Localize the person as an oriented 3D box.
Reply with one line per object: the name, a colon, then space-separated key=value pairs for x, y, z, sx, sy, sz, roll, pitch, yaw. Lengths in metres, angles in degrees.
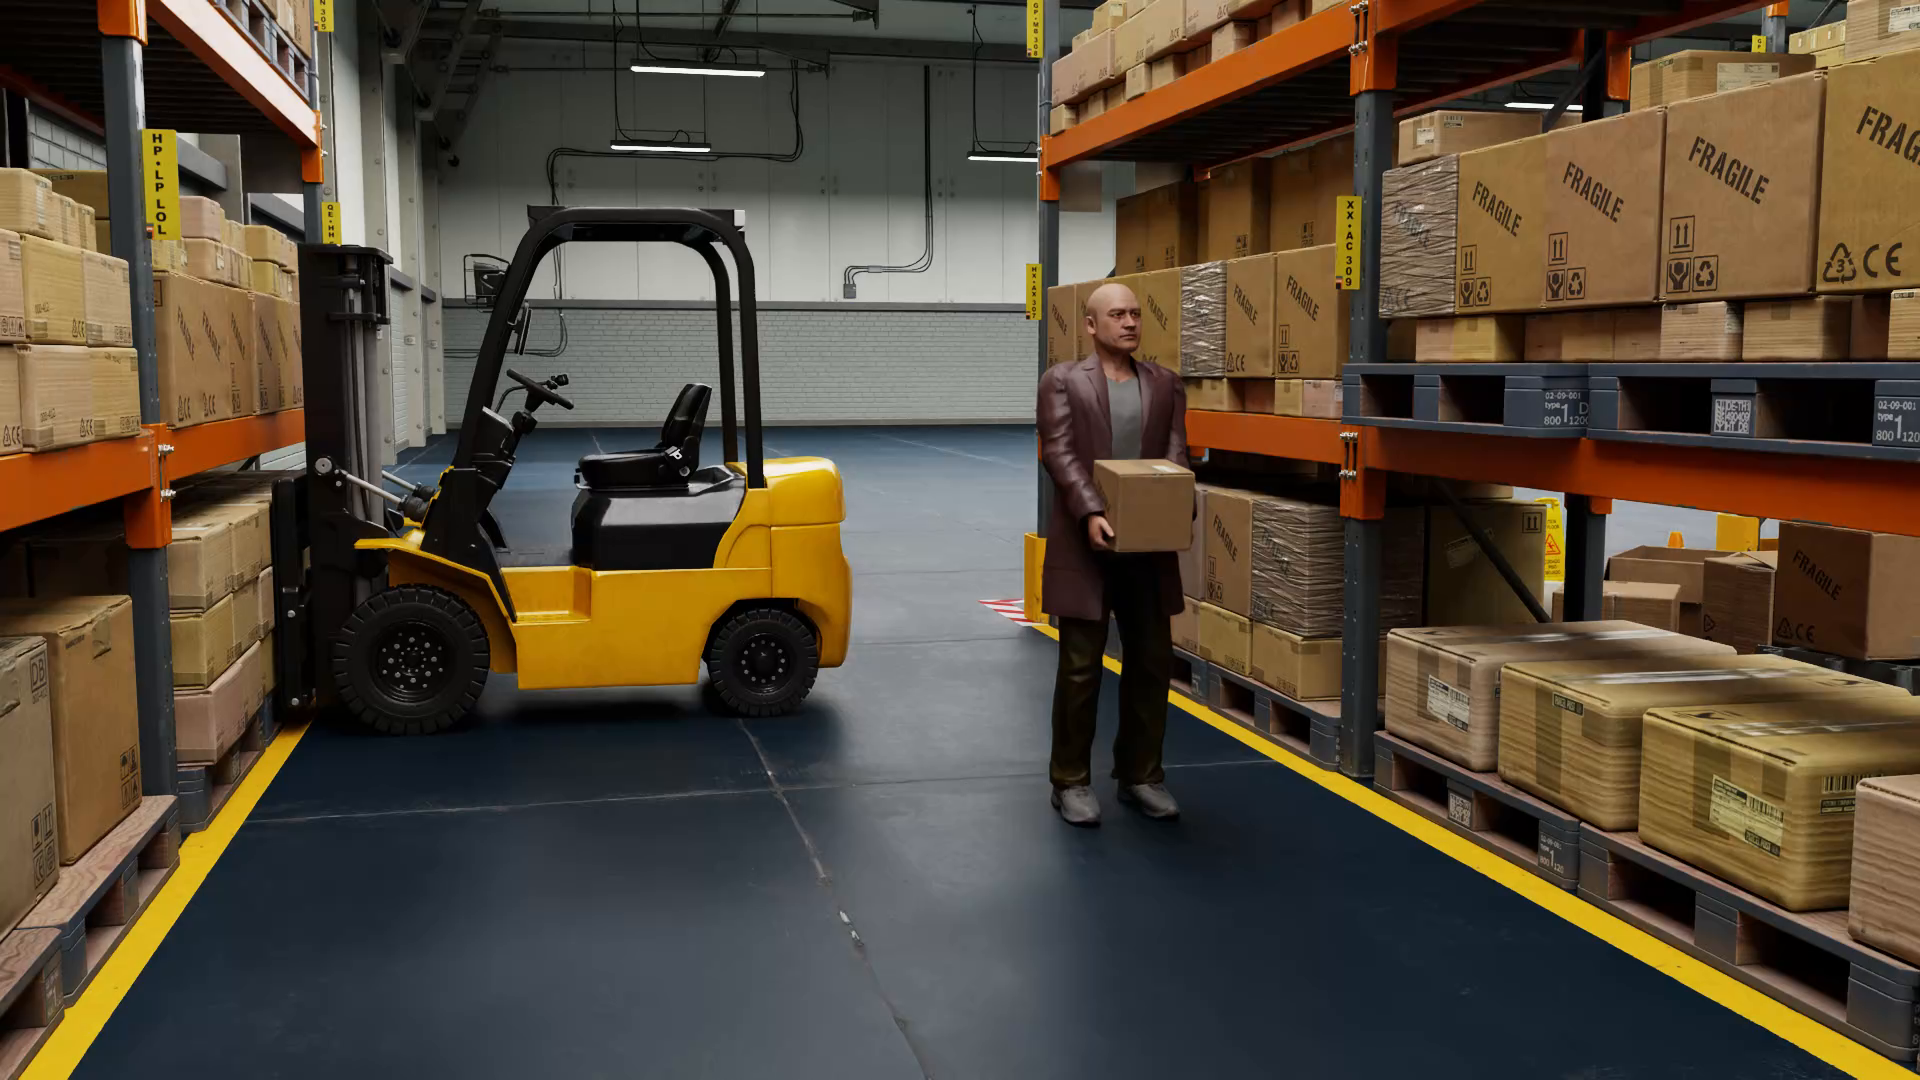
person: x=0.541 y=0.045 z=5.471 sx=0.527 sy=1.776 sz=0.554 roll=-2 pitch=6 yaw=-14
